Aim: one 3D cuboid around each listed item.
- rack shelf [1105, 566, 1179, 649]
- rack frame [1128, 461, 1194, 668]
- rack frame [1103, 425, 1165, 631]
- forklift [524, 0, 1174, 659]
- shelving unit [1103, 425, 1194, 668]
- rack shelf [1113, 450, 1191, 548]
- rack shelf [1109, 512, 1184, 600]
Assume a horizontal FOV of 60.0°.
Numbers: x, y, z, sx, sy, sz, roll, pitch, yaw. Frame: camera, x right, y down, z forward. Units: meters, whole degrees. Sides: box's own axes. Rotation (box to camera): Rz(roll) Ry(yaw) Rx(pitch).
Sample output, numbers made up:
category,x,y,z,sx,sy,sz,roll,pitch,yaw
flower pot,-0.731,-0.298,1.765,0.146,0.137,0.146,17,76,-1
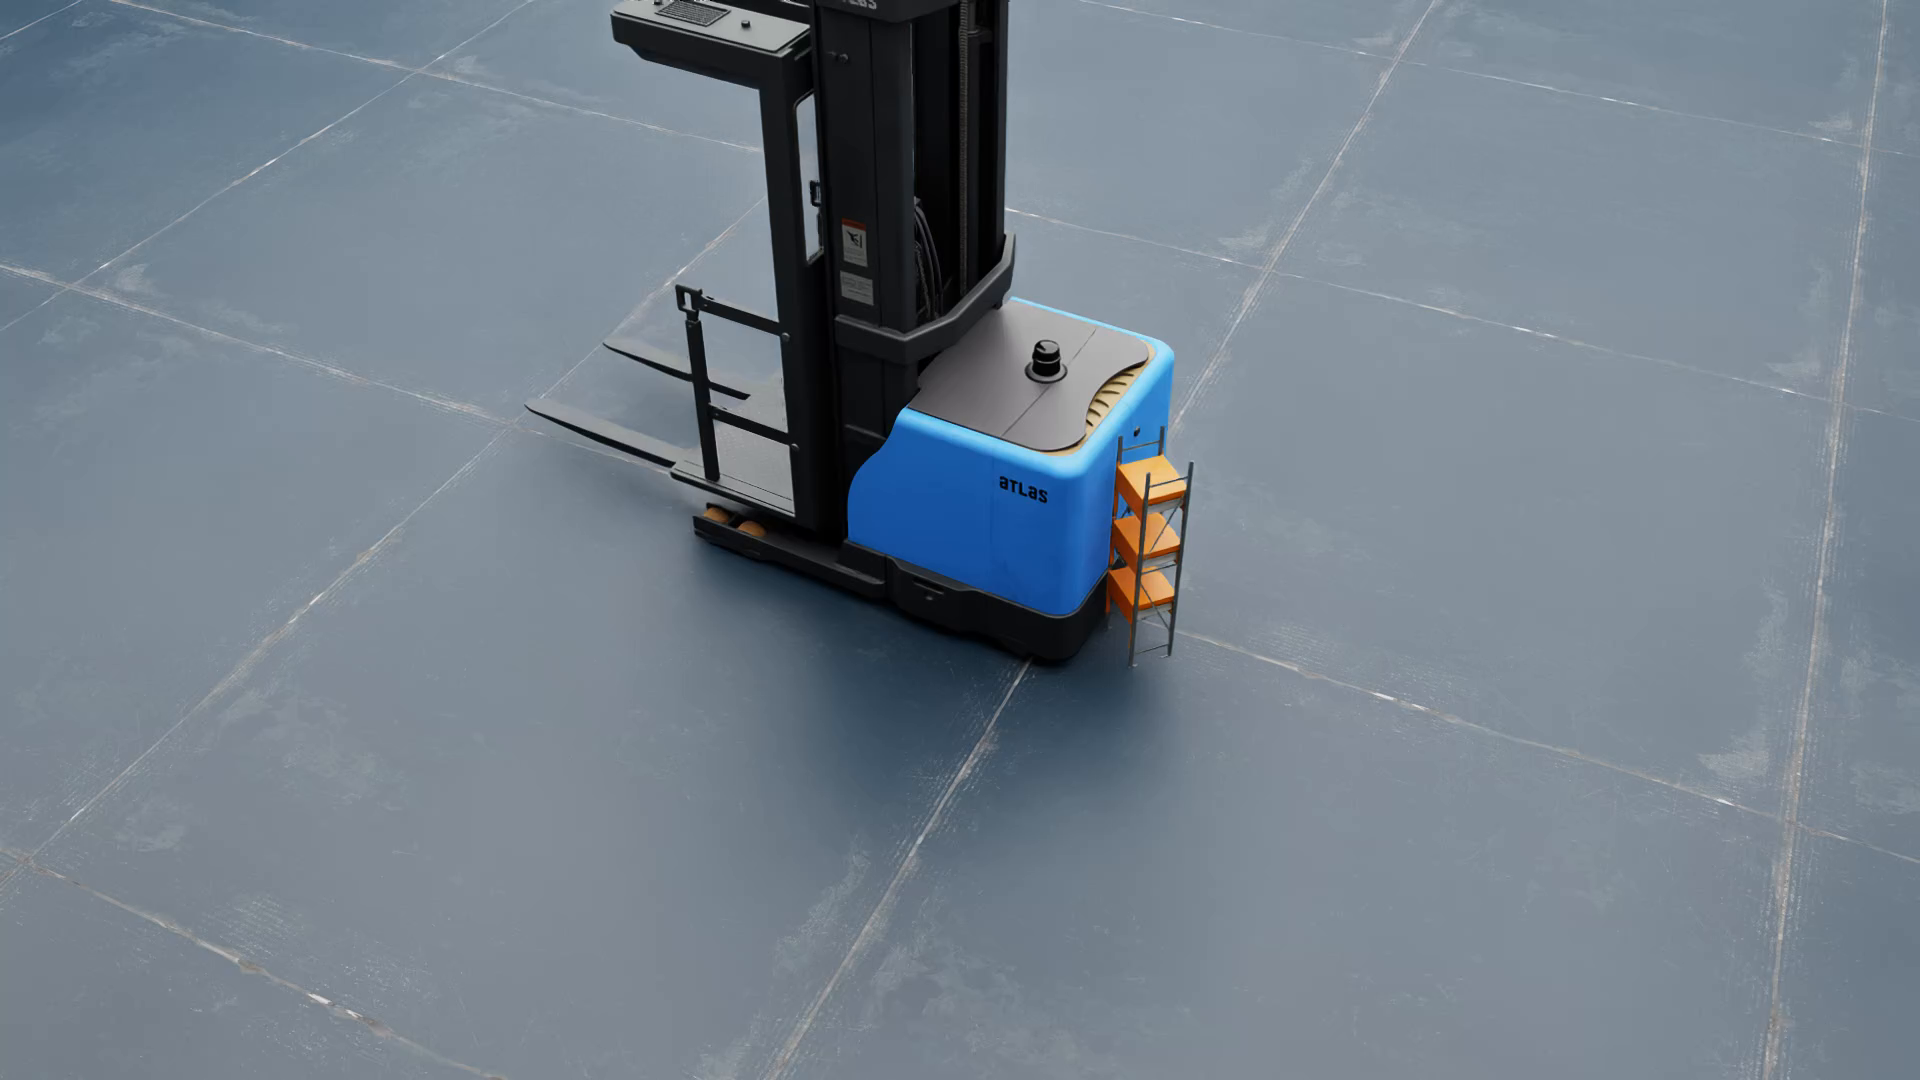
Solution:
category,x,y,z,sx,sy,sz,roll,pitch,yaw
rack shelf,0.759,0.262,6.970,0.215,0.259,0.240,-14,43,-16
rack frame,0.803,0.118,6.696,0.200,1.050,0.008,-14,43,-16
rack frame,0.715,-0.030,6.867,0.200,1.050,0.008,-14,43,-16
forklift,-0.630,-1.308,6.906,3.031,2.935,1.130,20,45,21
shelving unit,0.759,0.044,6.782,0.215,1.050,0.252,-14,43,-16
rack shelf,0.759,-0.162,6.603,0.215,0.259,0.240,-14,43,-16
rack shelf,0.759,0.052,6.788,0.215,0.259,0.240,-14,43,-16
